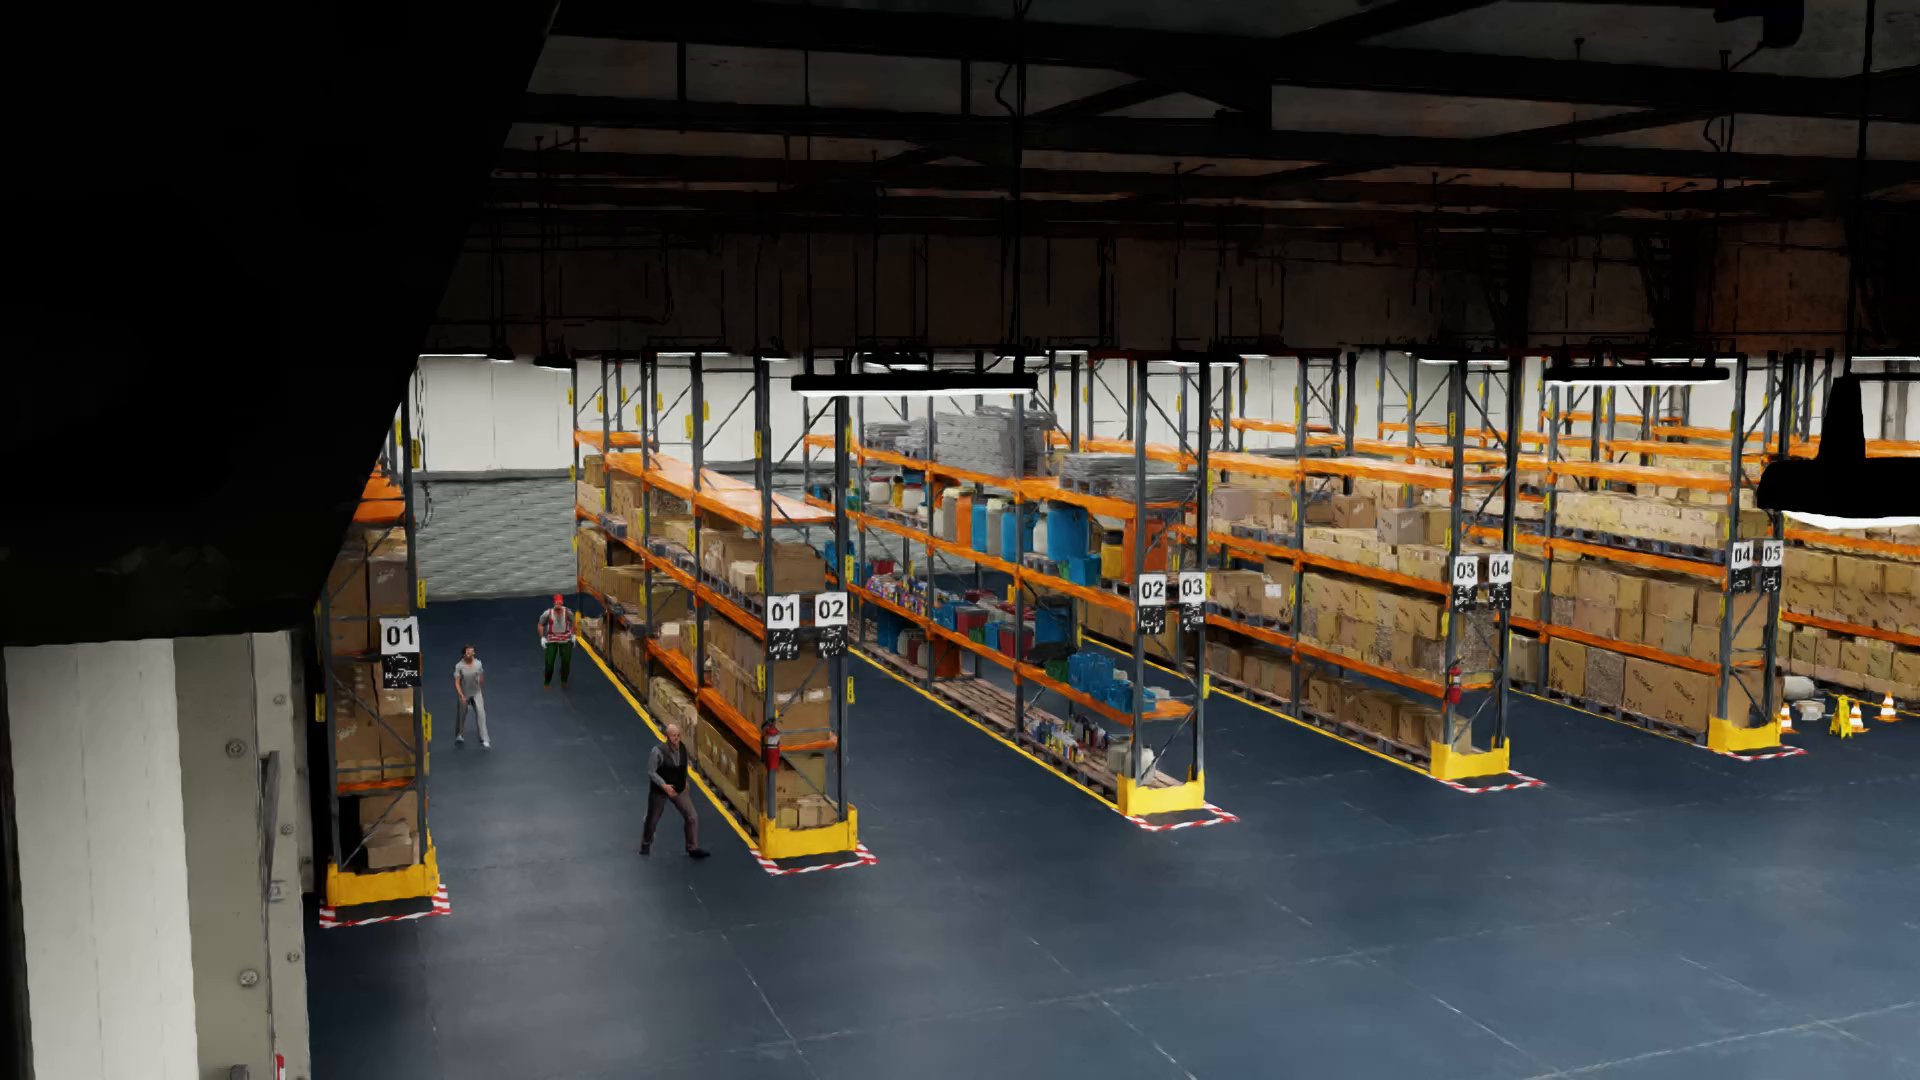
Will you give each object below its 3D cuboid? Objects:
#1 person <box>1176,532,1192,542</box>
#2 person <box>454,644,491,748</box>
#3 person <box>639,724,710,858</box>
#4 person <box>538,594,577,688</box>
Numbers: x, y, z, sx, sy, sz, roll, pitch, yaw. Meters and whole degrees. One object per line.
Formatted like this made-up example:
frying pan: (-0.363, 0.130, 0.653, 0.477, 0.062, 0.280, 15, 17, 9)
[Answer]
person: (6.002, 0.023, 44.143, 0.609, 1.637, 0.441, 5, 9, 37)
person: (-7.522, 2.362, 25.494, 0.466, 1.588, 1.081, -4, 8, -30)
person: (-3.510, 3.014, 20.079, 0.683, 1.662, 0.837, -5, 9, -37)
person: (-7.155, 1.802, 29.594, 0.677, 1.742, 0.547, -3, 8, -22)
